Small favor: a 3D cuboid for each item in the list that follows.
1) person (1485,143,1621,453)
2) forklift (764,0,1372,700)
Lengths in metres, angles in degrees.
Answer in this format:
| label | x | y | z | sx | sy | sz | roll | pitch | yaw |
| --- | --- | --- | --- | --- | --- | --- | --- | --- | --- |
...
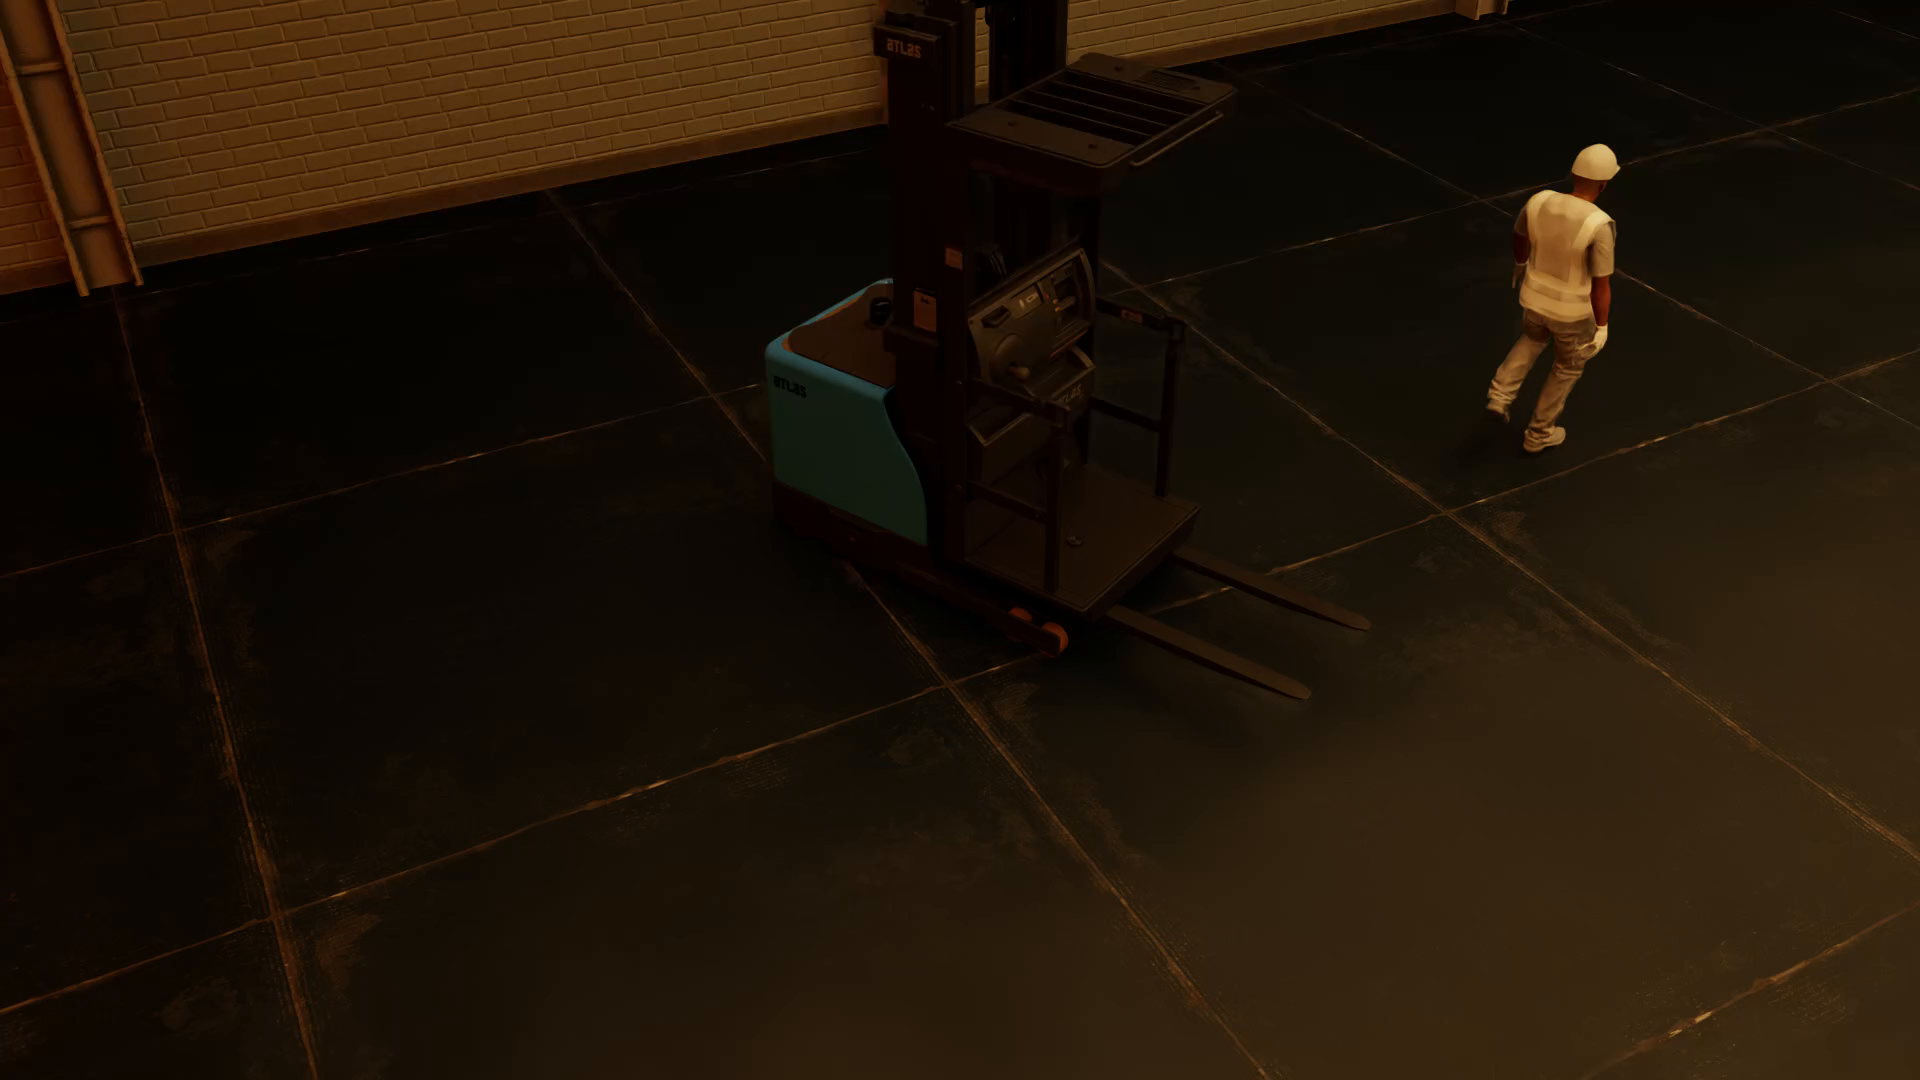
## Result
| label | x | y | z | sx | sy | sz | roll | pitch | yaw |
| --- | --- | --- | --- | --- | --- | --- | --- | --- | --- |
| person | 3.230 | -1.290 | 8.961 | 0.483 | 1.764 | 0.748 | -24 | 42 | -30 |
| forklift | 0.503 | -0.991 | 7.525 | 3.031 | 2.935 | 1.130 | 23 | 41 | 29 |
